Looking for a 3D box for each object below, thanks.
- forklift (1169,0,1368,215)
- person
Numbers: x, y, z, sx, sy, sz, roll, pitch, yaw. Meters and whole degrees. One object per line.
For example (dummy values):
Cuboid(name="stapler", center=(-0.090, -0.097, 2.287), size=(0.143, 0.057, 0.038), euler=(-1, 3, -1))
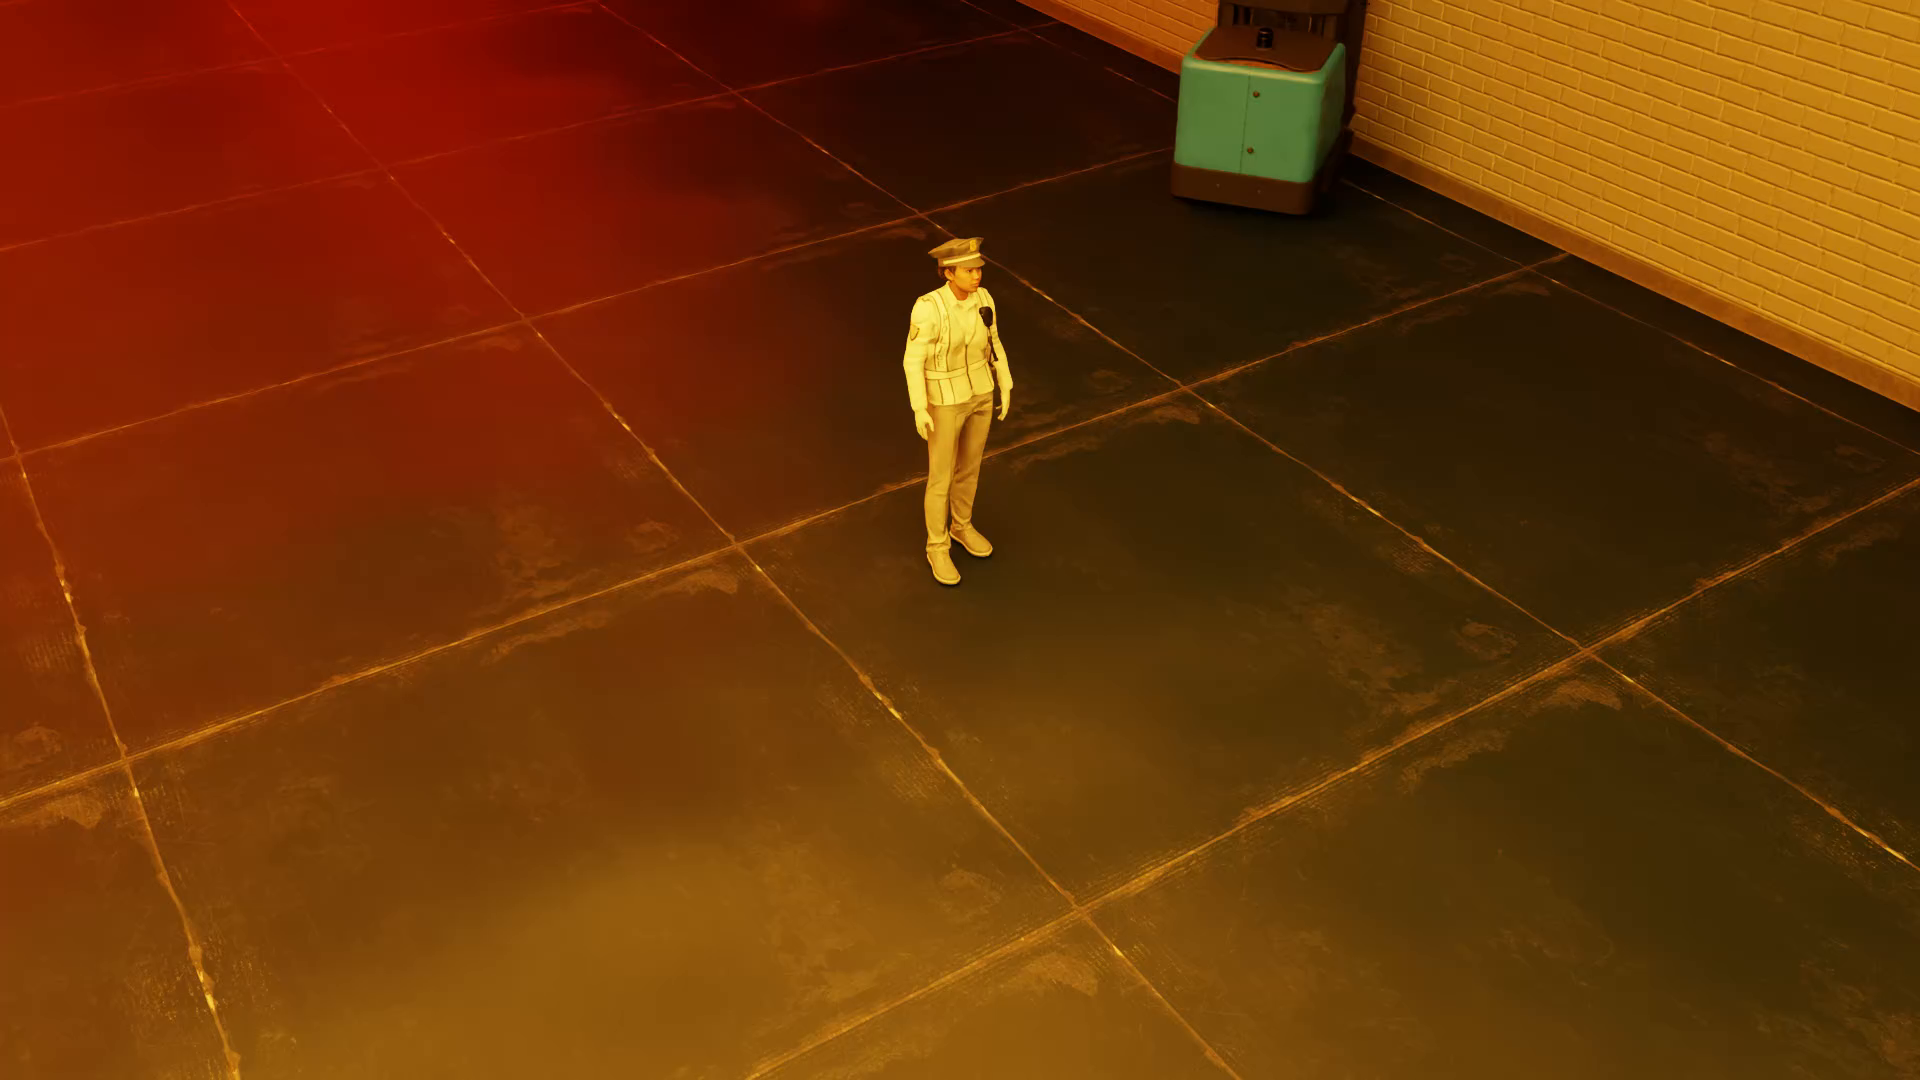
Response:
Cuboid(name="forklift", center=(2.560, -4.362, 12.355), size=(1.130, 2.935, 3.031), euler=(13, 37, 18))
Cuboid(name="person", center=(0.031, -0.664, 8.155), size=(0.586, 1.694, 0.530), euler=(-21, 40, -27))
